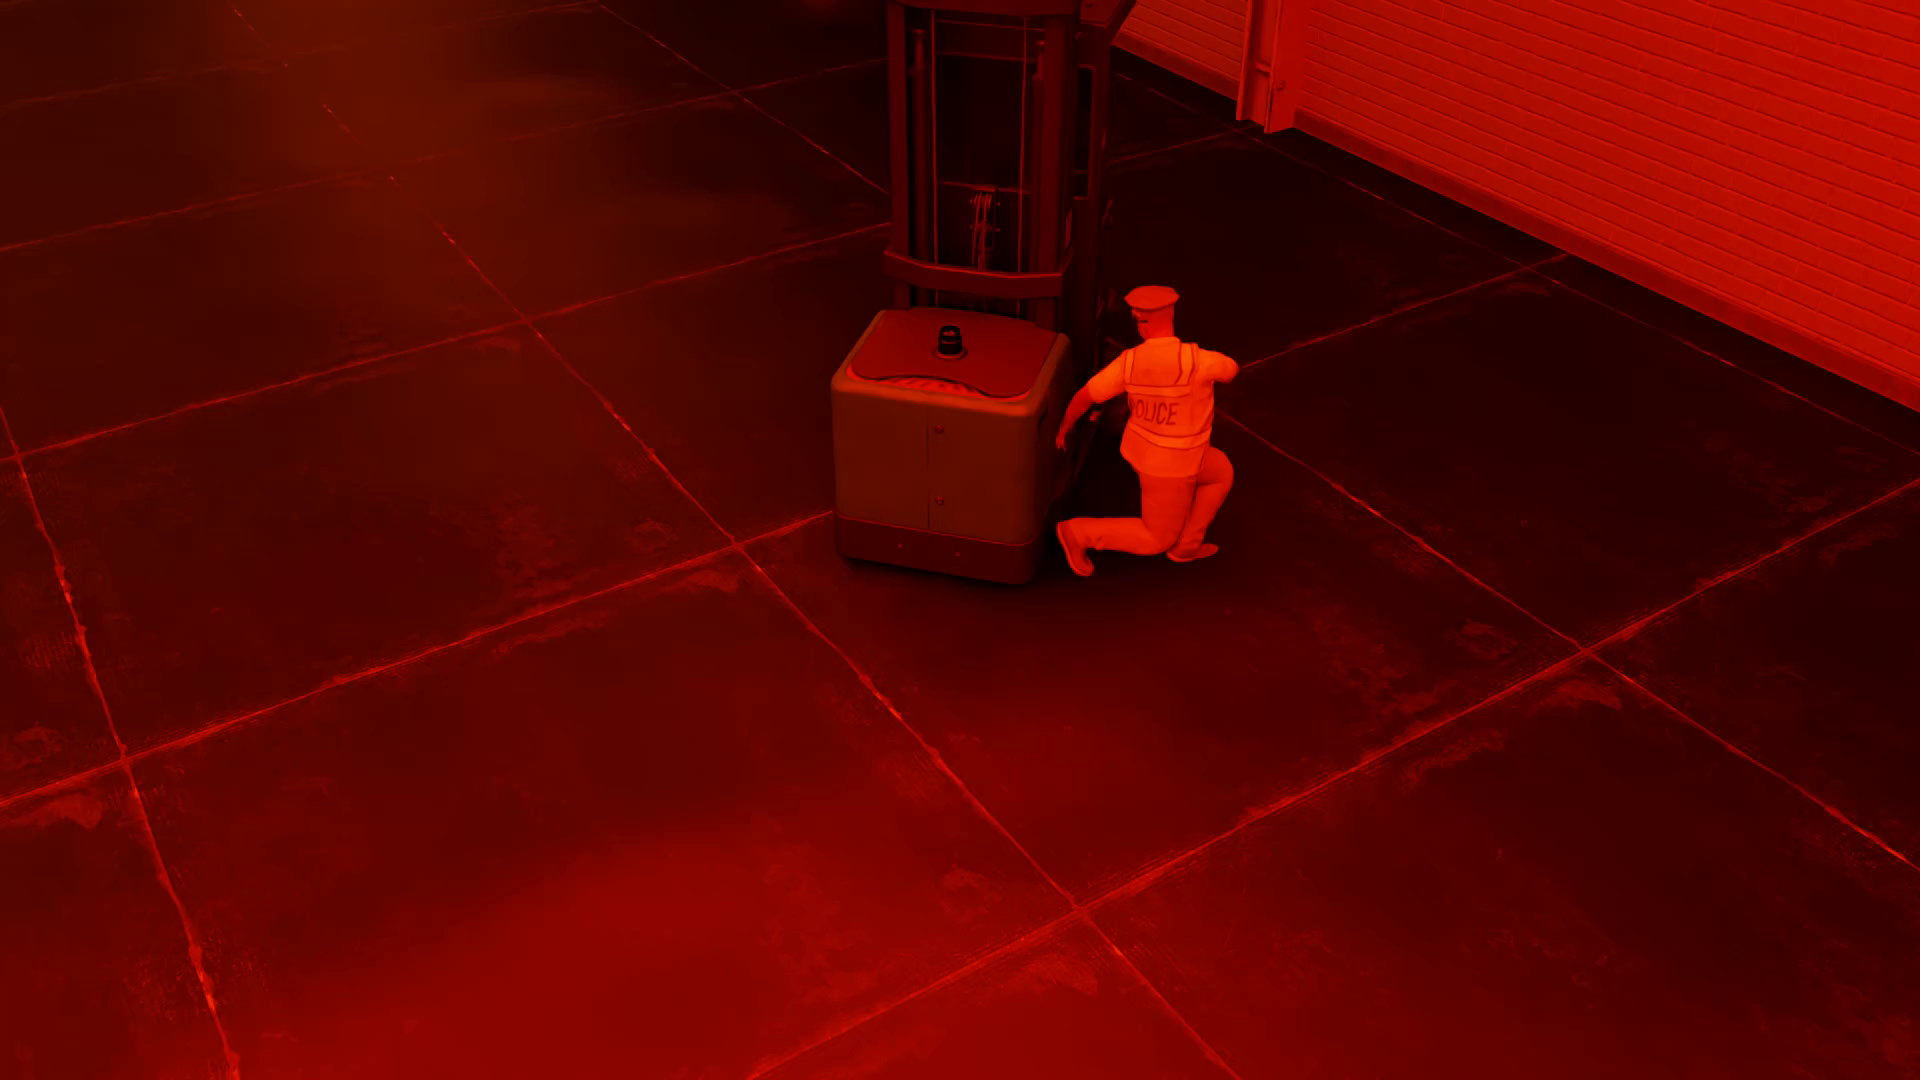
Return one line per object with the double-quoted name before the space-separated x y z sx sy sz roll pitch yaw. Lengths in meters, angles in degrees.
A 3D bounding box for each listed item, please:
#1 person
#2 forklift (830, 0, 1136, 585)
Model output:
"person" 0.912 -0.505 8.175 0.927 1.521 0.682 -13 37 -17
"forklift" 0.255 -1.823 8.743 1.130 2.935 3.031 9 36 13
